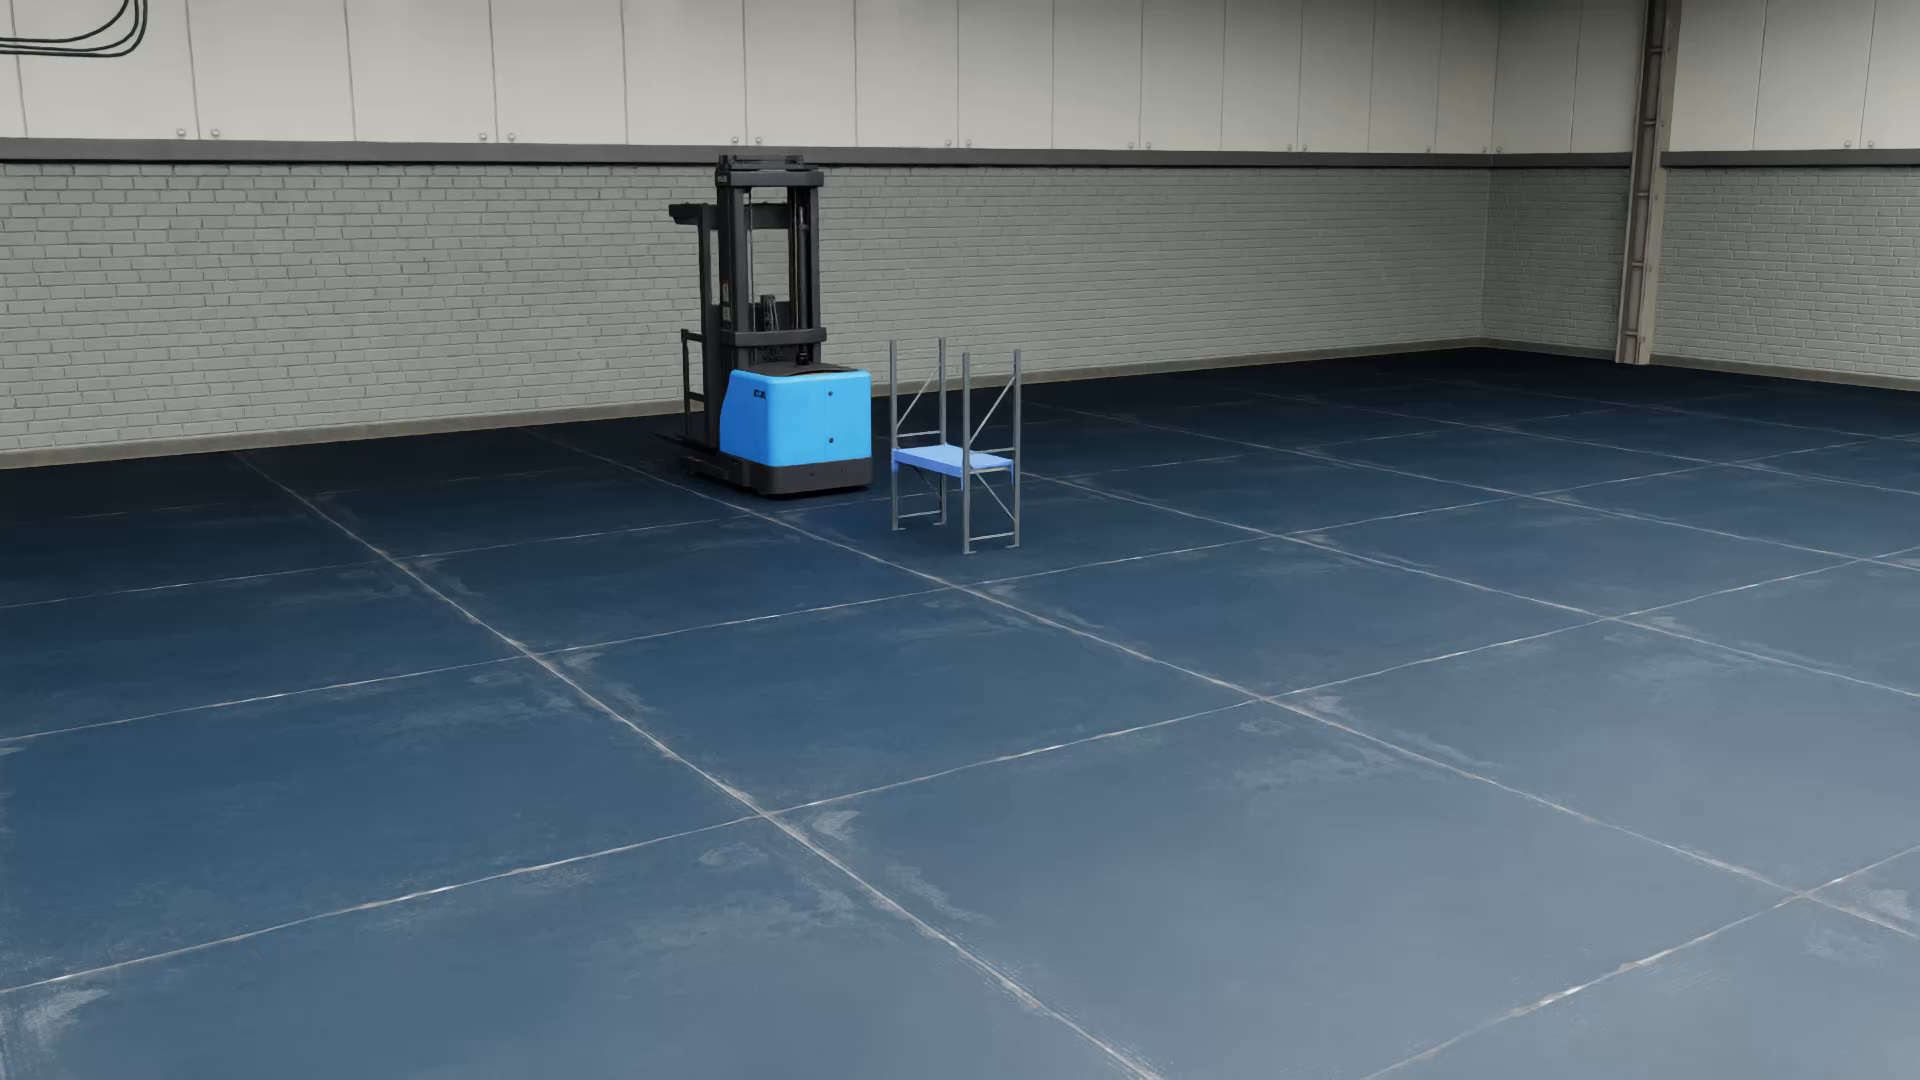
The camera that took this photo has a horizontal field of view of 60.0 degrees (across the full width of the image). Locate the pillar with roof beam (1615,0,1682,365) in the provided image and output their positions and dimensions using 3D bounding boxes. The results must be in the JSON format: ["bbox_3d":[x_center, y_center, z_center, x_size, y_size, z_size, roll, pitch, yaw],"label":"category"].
[{"bbox_3d":[6.537,-6.547,21.735,9.100,9.000,0.400,-8,15,-33],"label":"pillar with roof beam"}]

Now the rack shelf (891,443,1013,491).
[{"bbox_3d":[-0.047,-0.572,12.809,0.538,0.185,1.000,-8,15,-33],"label":"rack shelf"}]

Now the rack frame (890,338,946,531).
[{"bbox_3d":[-0.329,-0.838,13.184,0.500,1.500,0.032,-8,15,-33],"label":"rack frame"}]

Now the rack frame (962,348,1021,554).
[{"bbox_3d":[0.234,-0.657,12.357,0.500,1.500,0.032,-8,15,-33],"label":"rack frame"}]

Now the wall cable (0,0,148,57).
[{"bbox_3d":[-8.722,-6.791,14.889,2.305,6.003,0.169,-8,15,-33],"label":"wall cable"}]

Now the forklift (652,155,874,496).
[{"bbox_3d":[-2.005,-2.078,15.506,1.130,2.935,3.031,-8,15,-33],"label":"forklift"}]

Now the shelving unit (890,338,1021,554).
[{"bbox_3d":[-0.047,-0.748,12.771,0.538,1.500,1.048,-8,15,-33],"label":"shelving unit"}]
